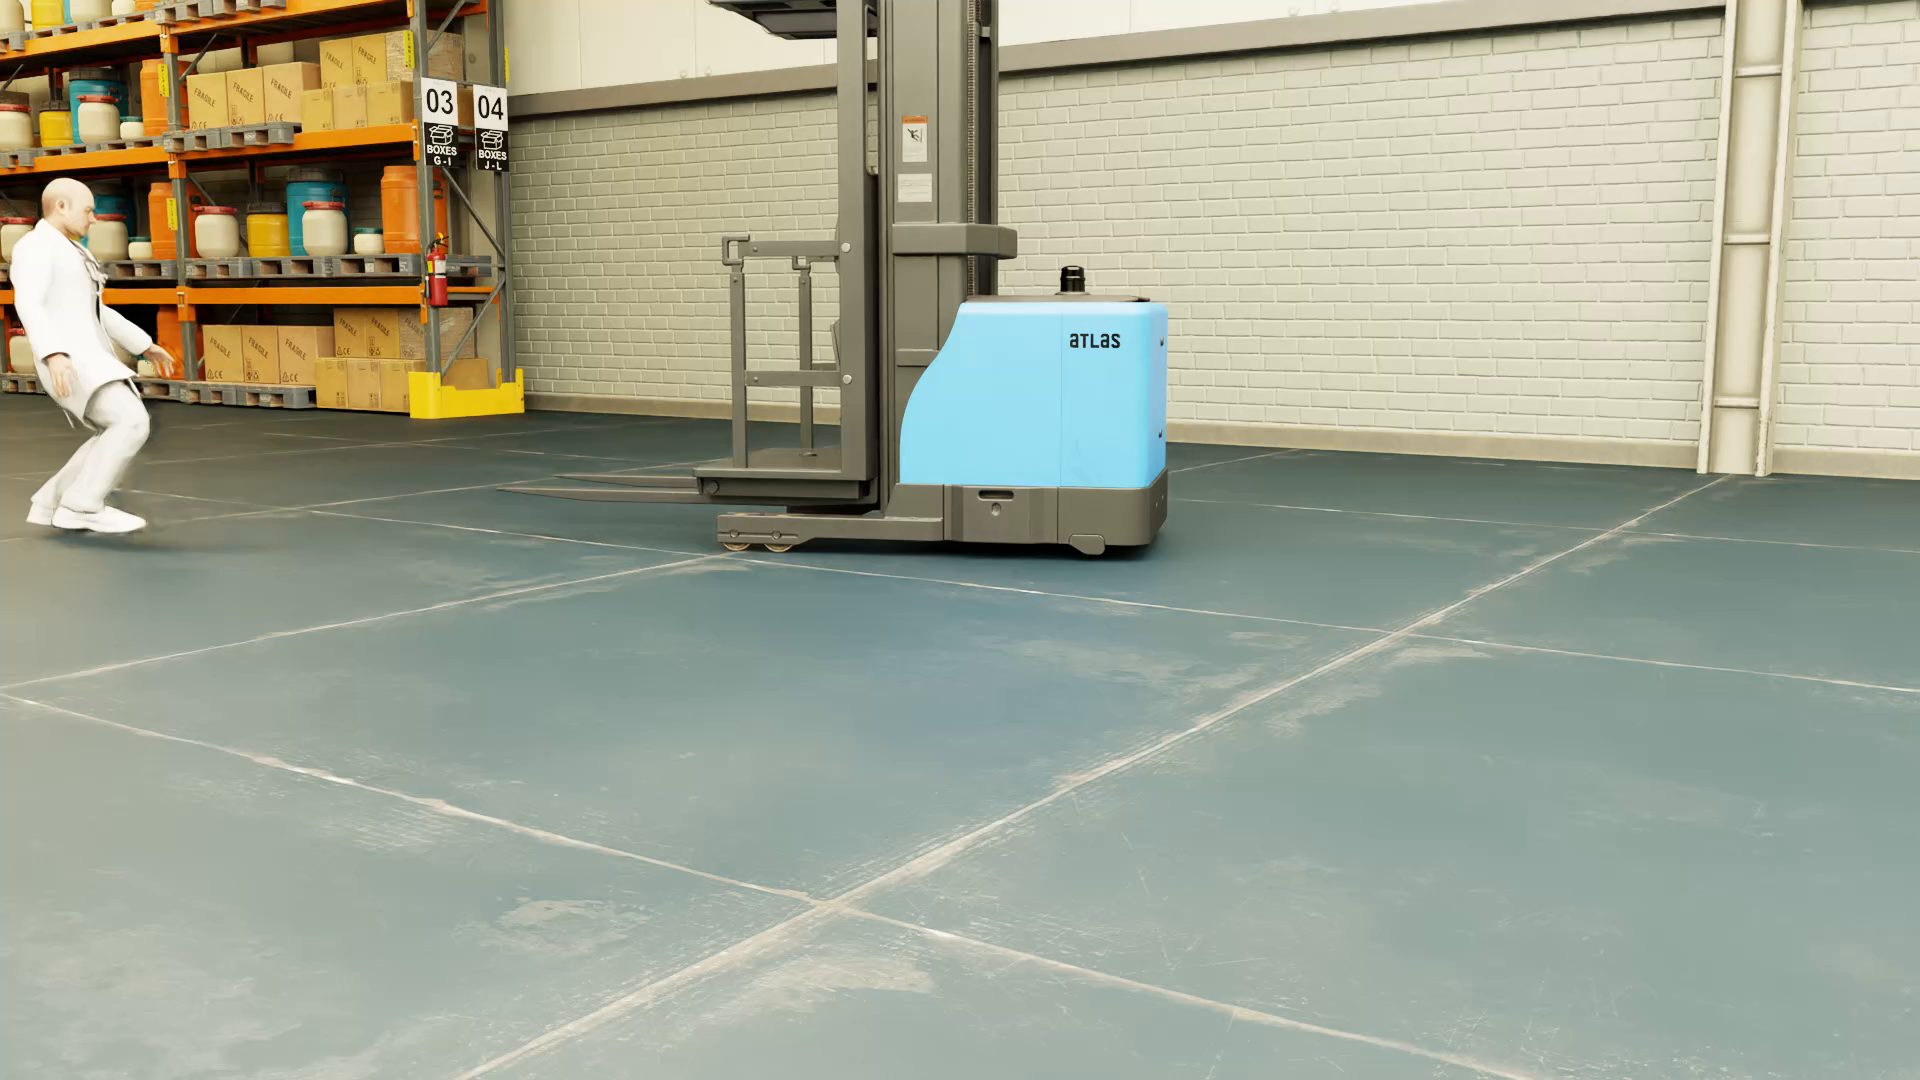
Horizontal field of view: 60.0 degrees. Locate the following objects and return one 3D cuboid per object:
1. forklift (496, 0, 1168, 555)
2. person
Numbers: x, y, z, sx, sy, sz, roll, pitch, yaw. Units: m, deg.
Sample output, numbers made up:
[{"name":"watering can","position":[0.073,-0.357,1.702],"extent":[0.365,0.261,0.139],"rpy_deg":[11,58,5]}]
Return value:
[{"name":"forklift","position":[-0.596,-1.469,7.520],"extent":[3.031,2.935,1.130],"rpy_deg":[2,8,12]},{"name":"person","position":[-3.979,-0.823,7.547],"extent":[0.697,1.608,1.000],"rpy_deg":[-1,8,-10]}]
